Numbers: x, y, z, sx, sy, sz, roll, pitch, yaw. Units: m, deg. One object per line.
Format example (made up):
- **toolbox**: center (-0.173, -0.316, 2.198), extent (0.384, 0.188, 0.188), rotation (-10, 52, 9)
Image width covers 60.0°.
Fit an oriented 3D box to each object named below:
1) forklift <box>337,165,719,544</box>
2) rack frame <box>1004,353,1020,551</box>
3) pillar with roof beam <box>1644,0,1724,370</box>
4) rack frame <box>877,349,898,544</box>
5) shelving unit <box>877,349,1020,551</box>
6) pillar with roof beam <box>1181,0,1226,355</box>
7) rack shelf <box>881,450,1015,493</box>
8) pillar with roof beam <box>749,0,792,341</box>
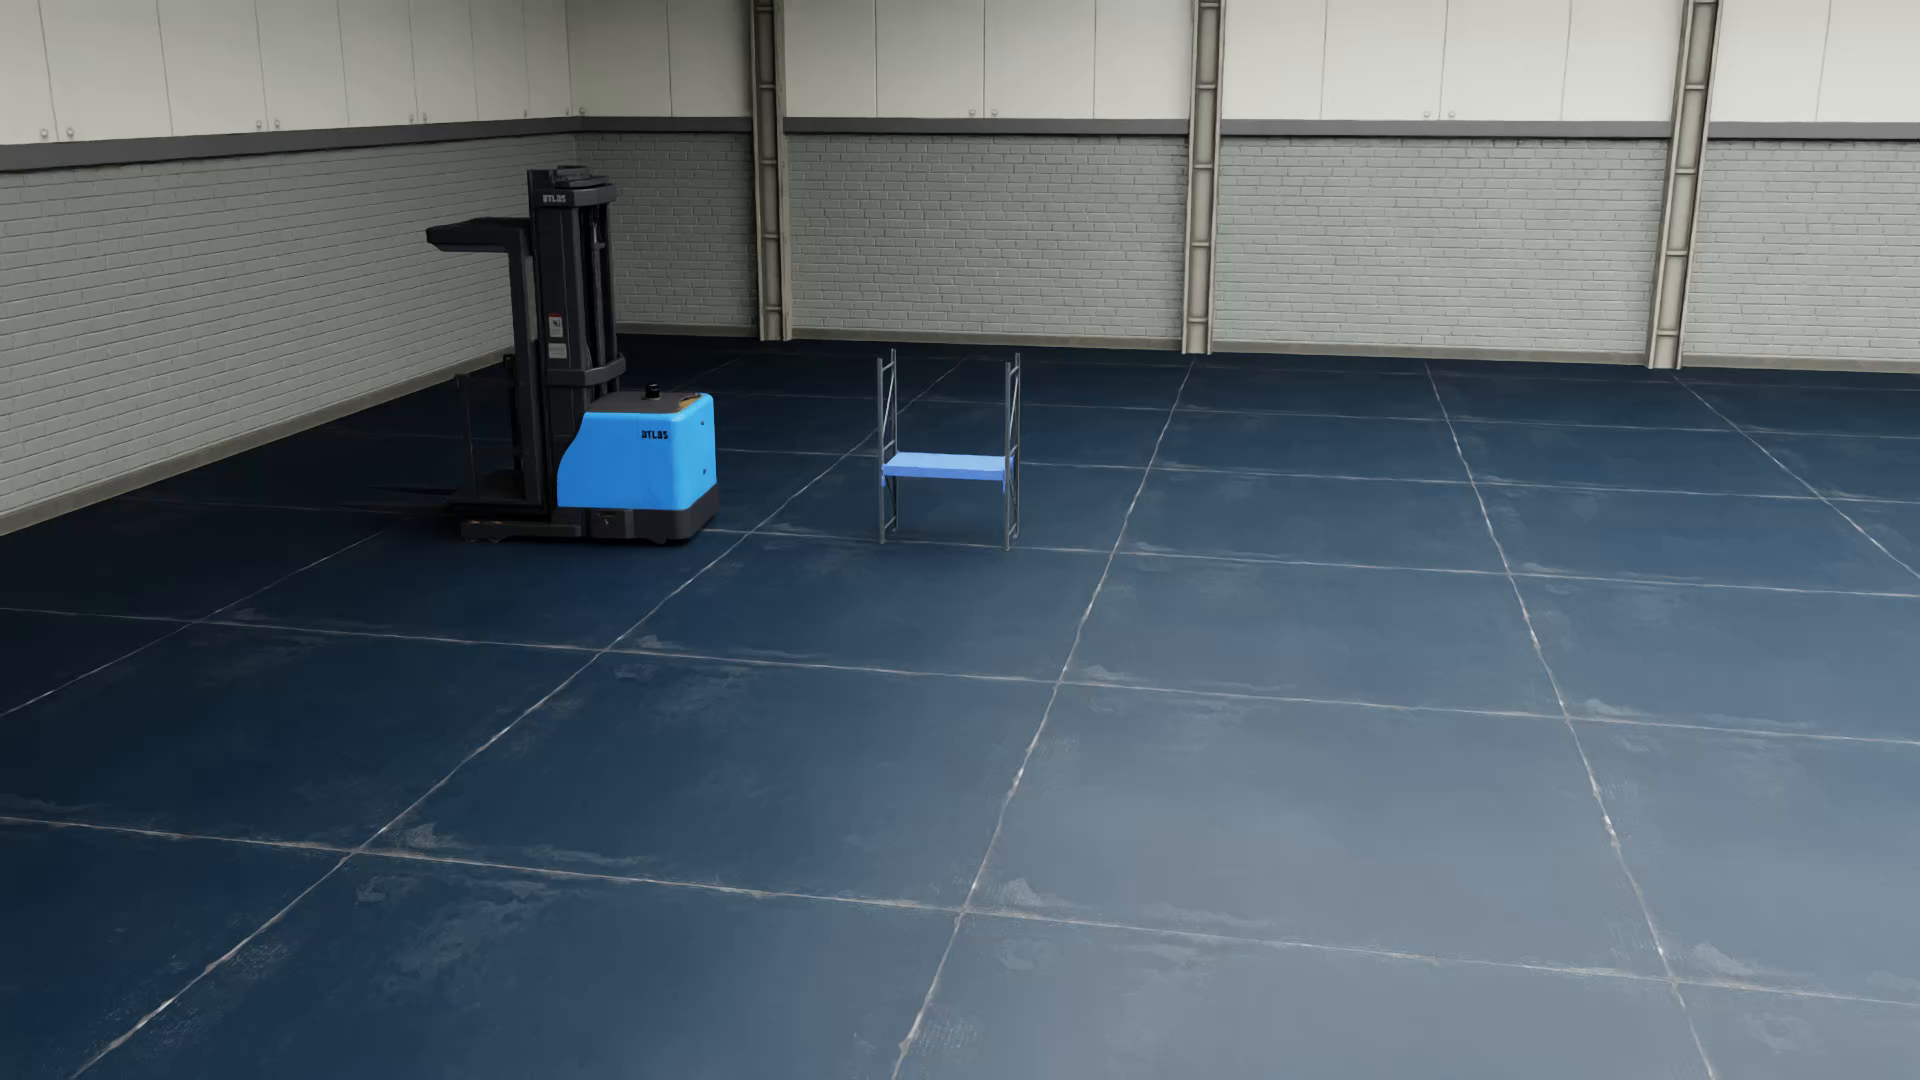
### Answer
- **forklift**: center (-3.603, -1.531, 13.530), extent (3.031, 2.935, 1.130), rotation (2, 16, 7)
- **rack frame**: center (0.415, -0.700, 13.211), extent (0.032, 1.500, 0.500), rotation (3, 16, 11)
- **pillar with roof beam**: center (8.262, -5.457, 16.334), extent (0.400, 9.000, 9.100), rotation (3, 16, 11)
- **rack frame**: center (-0.582, -0.754, 13.406), extent (0.032, 1.500, 0.500), rotation (3, 16, 11)
- **shelving unit**: center (-0.084, -0.727, 13.308), extent (1.048, 1.500, 0.538), rotation (3, 16, 11)
- **pillar with roof beam**: center (2.382, -5.776, 17.486), extent (0.400, 9.000, 9.100), rotation (3, 16, 11)
- **rack shelf**: center (-0.084, -0.554, 13.356), extent (1.000, 0.185, 0.538), rotation (3, 16, 11)
- **pillar with roof beam**: center (-3.498, -6.095, 18.638), extent (0.400, 9.000, 9.100), rotation (3, 16, 11)
